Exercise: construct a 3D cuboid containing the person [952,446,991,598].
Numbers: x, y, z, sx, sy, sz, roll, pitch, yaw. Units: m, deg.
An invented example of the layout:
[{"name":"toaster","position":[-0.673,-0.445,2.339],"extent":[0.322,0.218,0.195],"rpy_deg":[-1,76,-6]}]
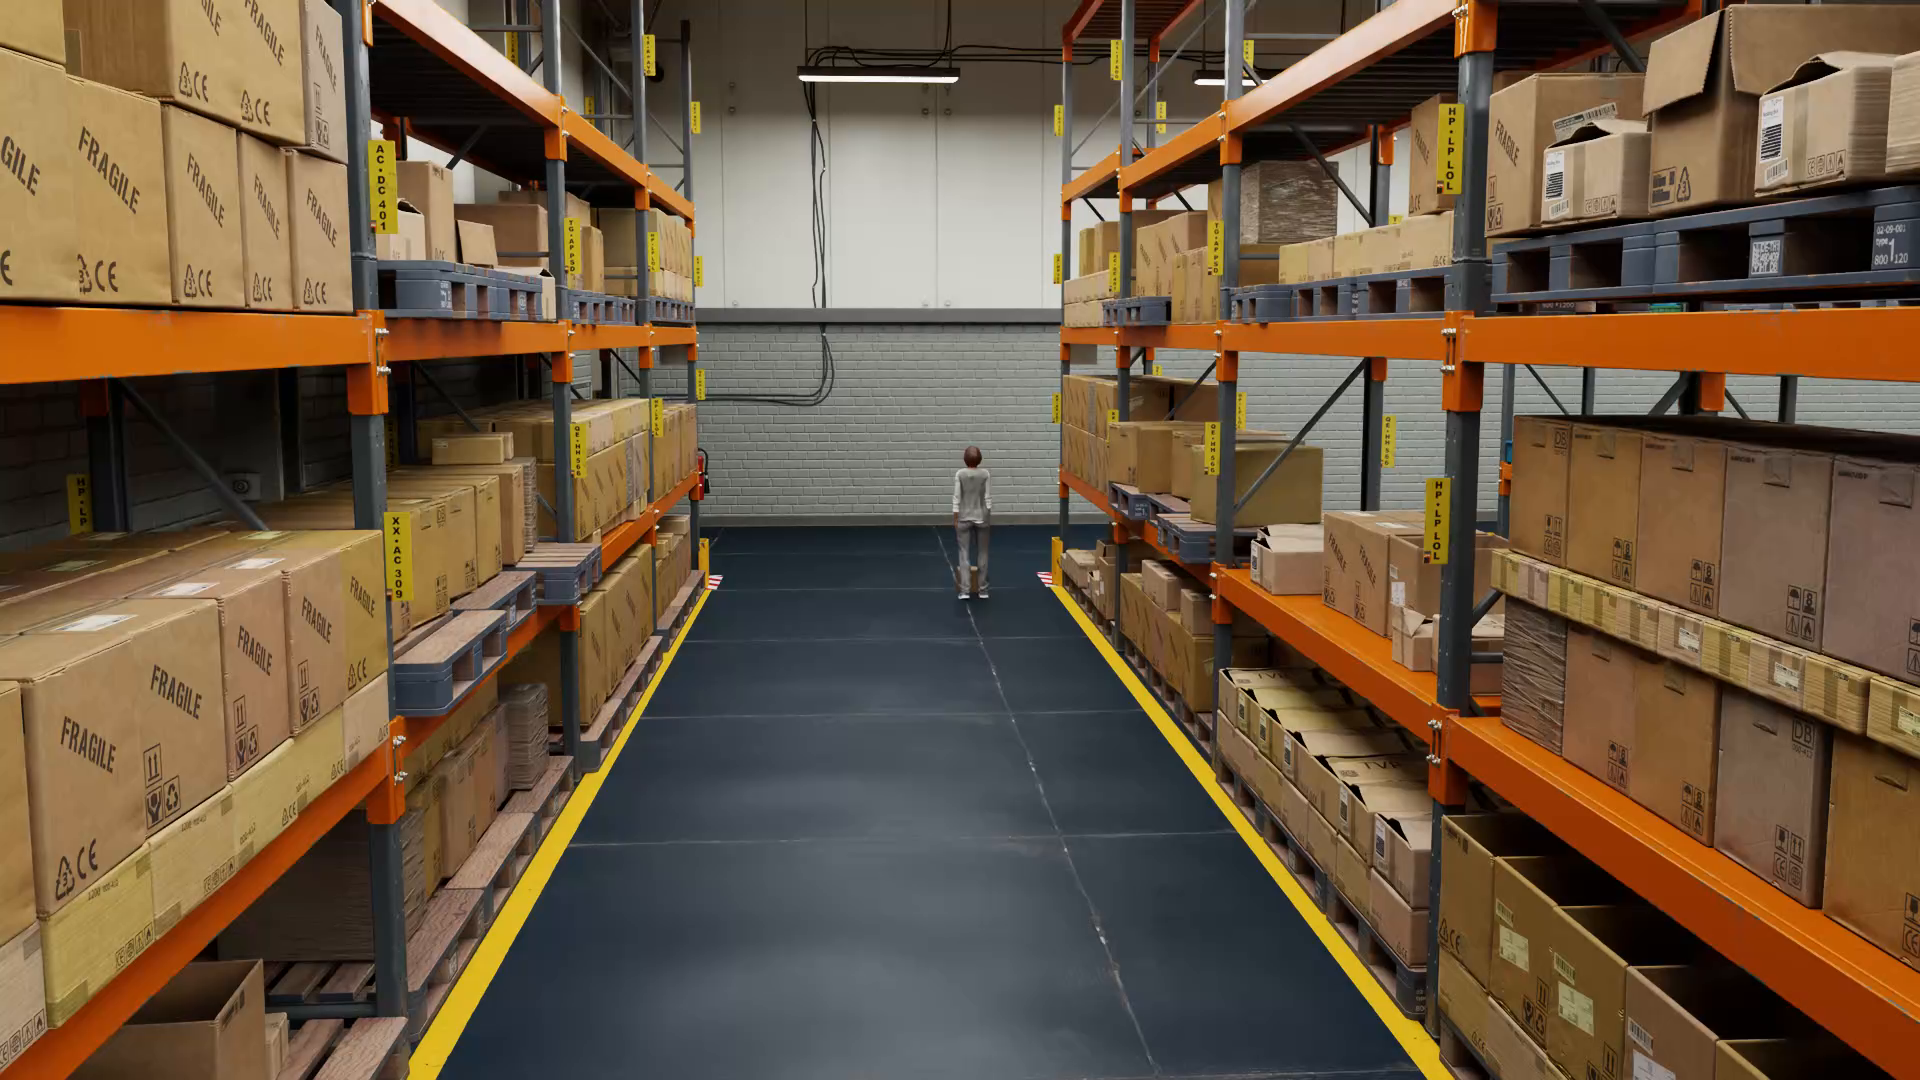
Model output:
[{"name":"person","position":[0.123,-0.179,17.283],"extent":[0.406,1.600,0.311],"rpy_deg":[0,7,-2]}]
